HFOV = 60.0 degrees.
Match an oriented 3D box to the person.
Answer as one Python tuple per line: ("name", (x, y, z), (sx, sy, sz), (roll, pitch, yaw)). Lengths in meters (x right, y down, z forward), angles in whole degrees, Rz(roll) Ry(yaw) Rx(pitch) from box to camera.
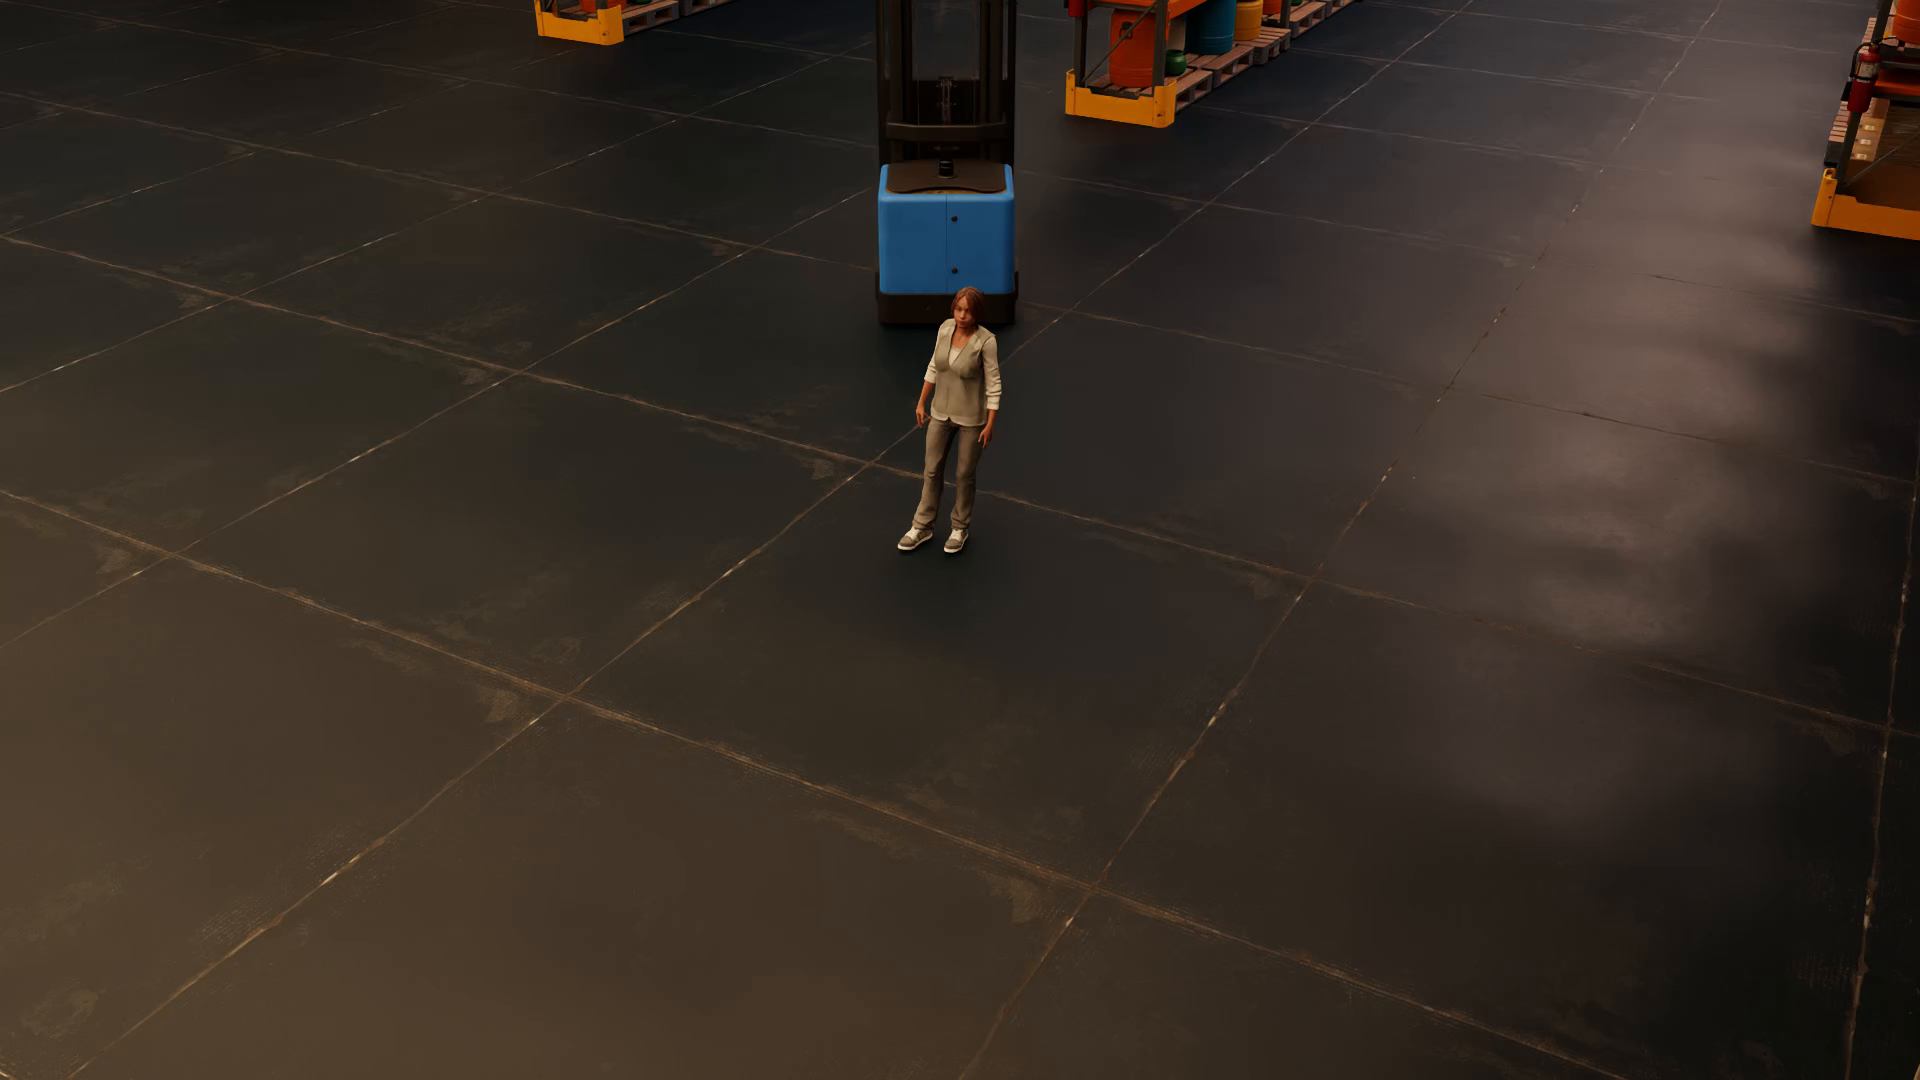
("person", (-0.048, -0.669, 9.550), (0.520, 1.597, 0.475), (15, 33, 25))

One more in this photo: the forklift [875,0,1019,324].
("forklift", (-0.110, -3.619, 13.340), (1.130, 2.935, 3.031), (0, 30, 0))
